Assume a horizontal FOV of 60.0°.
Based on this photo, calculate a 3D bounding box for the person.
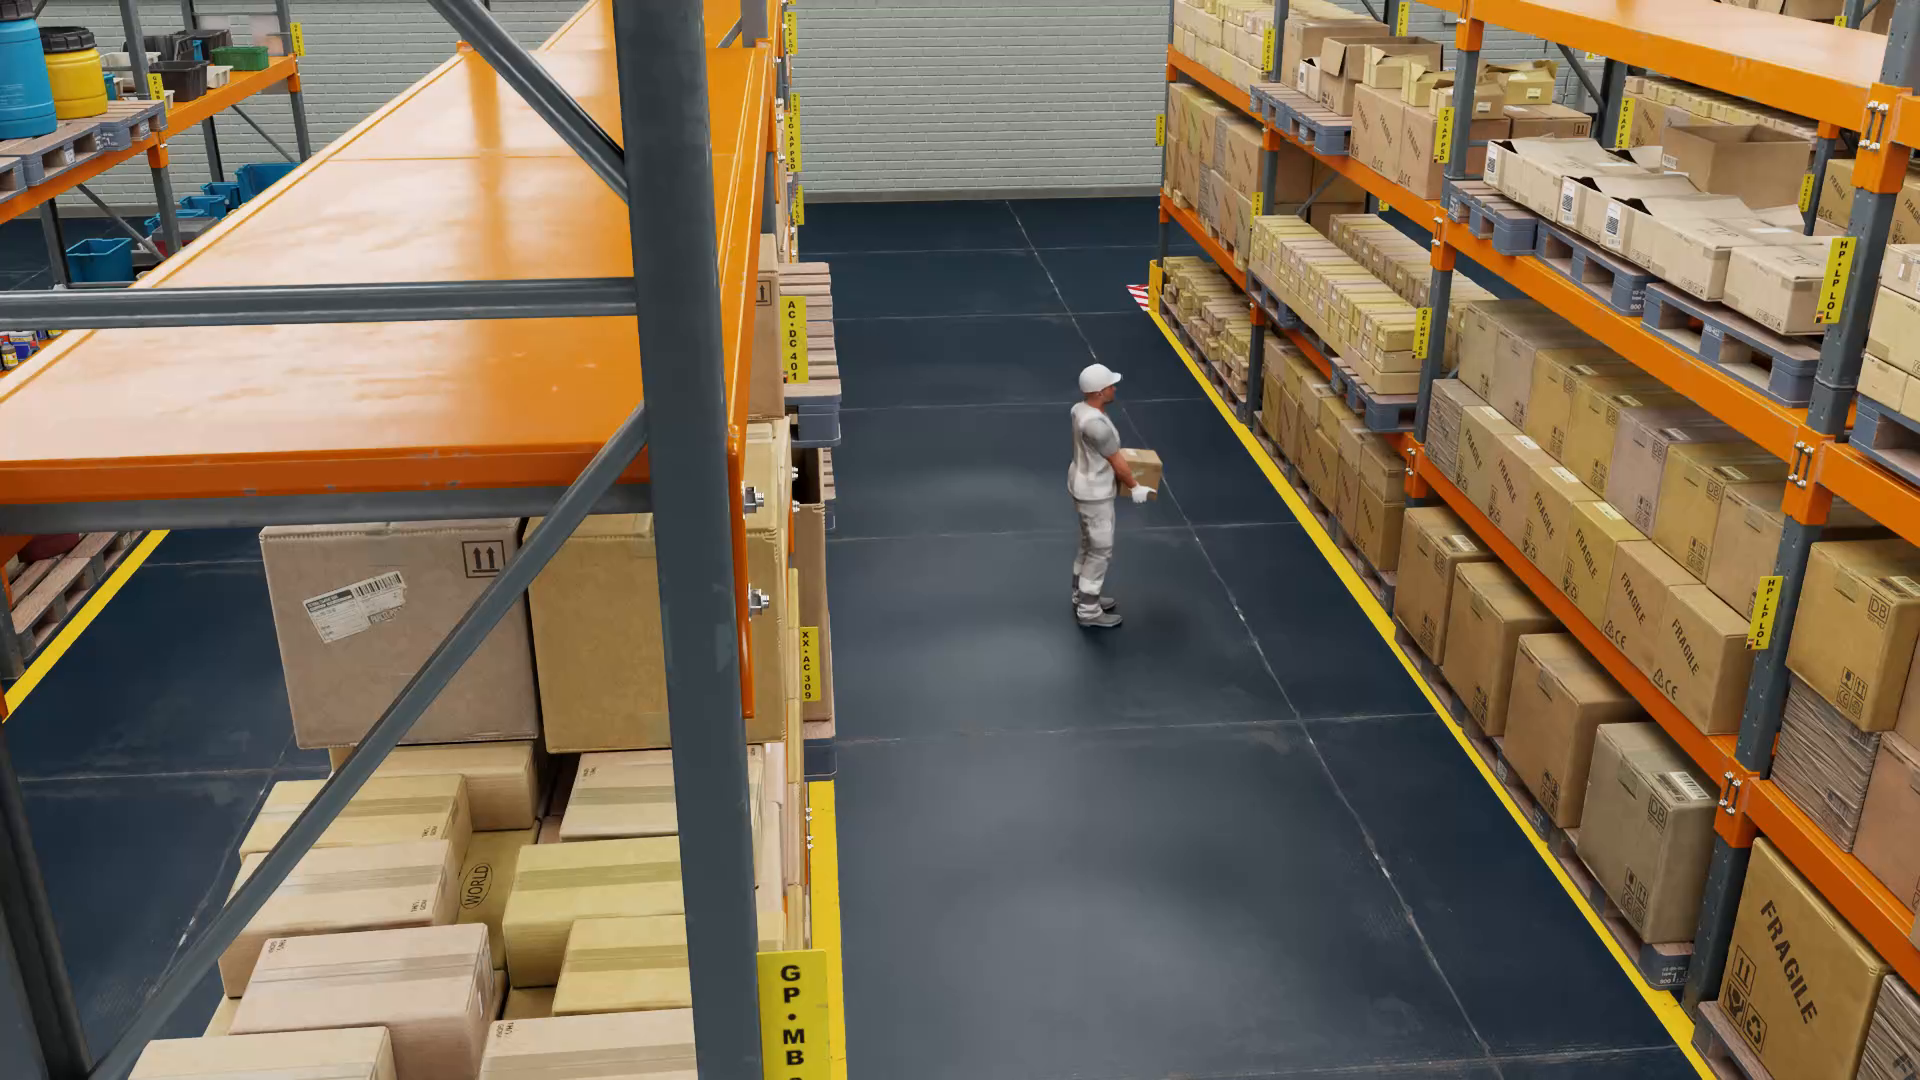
[{"bbox_3d":[0.996,-0.308,11.009,0.561,1.787,0.495,-2,24,-5],"label":"person"}]
